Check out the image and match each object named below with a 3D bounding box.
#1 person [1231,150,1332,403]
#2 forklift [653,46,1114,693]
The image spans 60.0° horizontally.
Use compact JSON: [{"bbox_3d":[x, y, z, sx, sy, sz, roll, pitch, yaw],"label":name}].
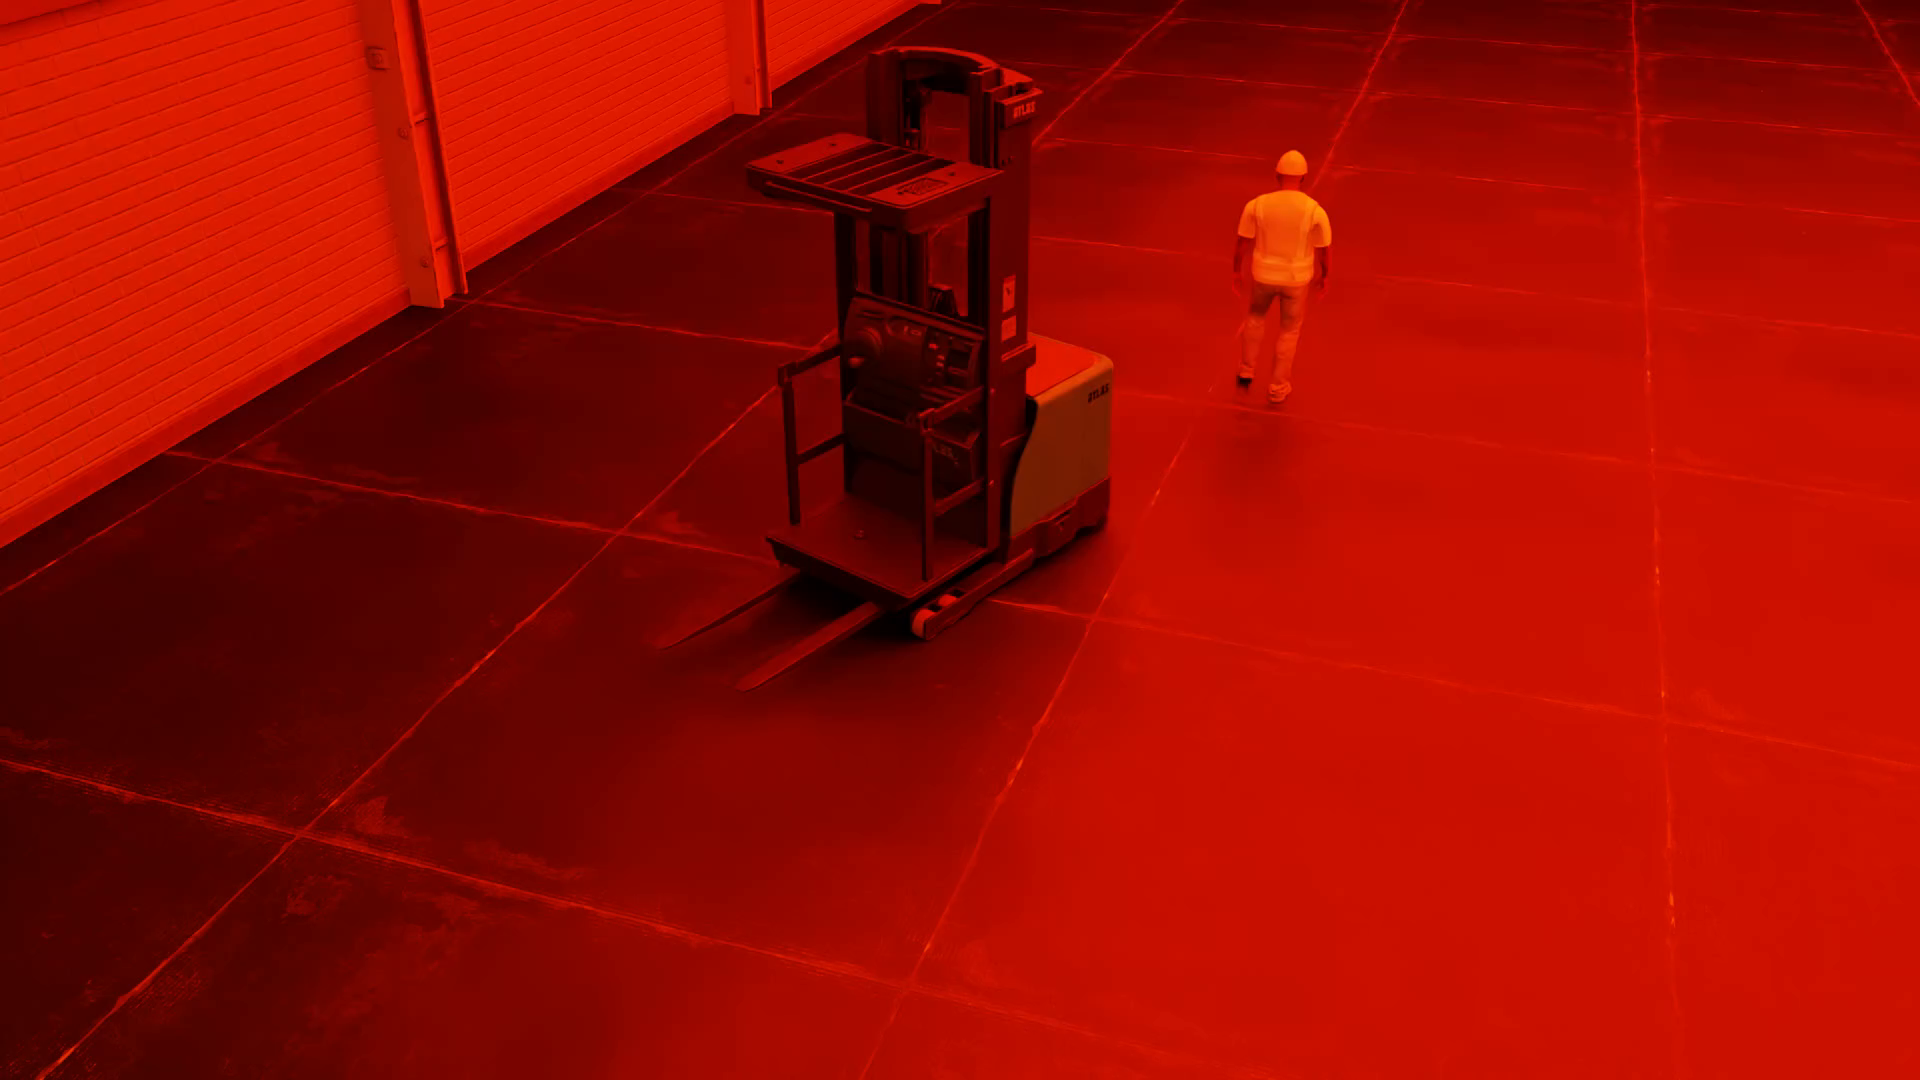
[{"bbox_3d":[2.252,-1.839,11.624,0.666,1.806,0.557,10,31,17],"label":"person"},{"bbox_3d":[-0.394,-1.005,8.899,1.130,2.935,3.031,22,36,33],"label":"forklift"}]
